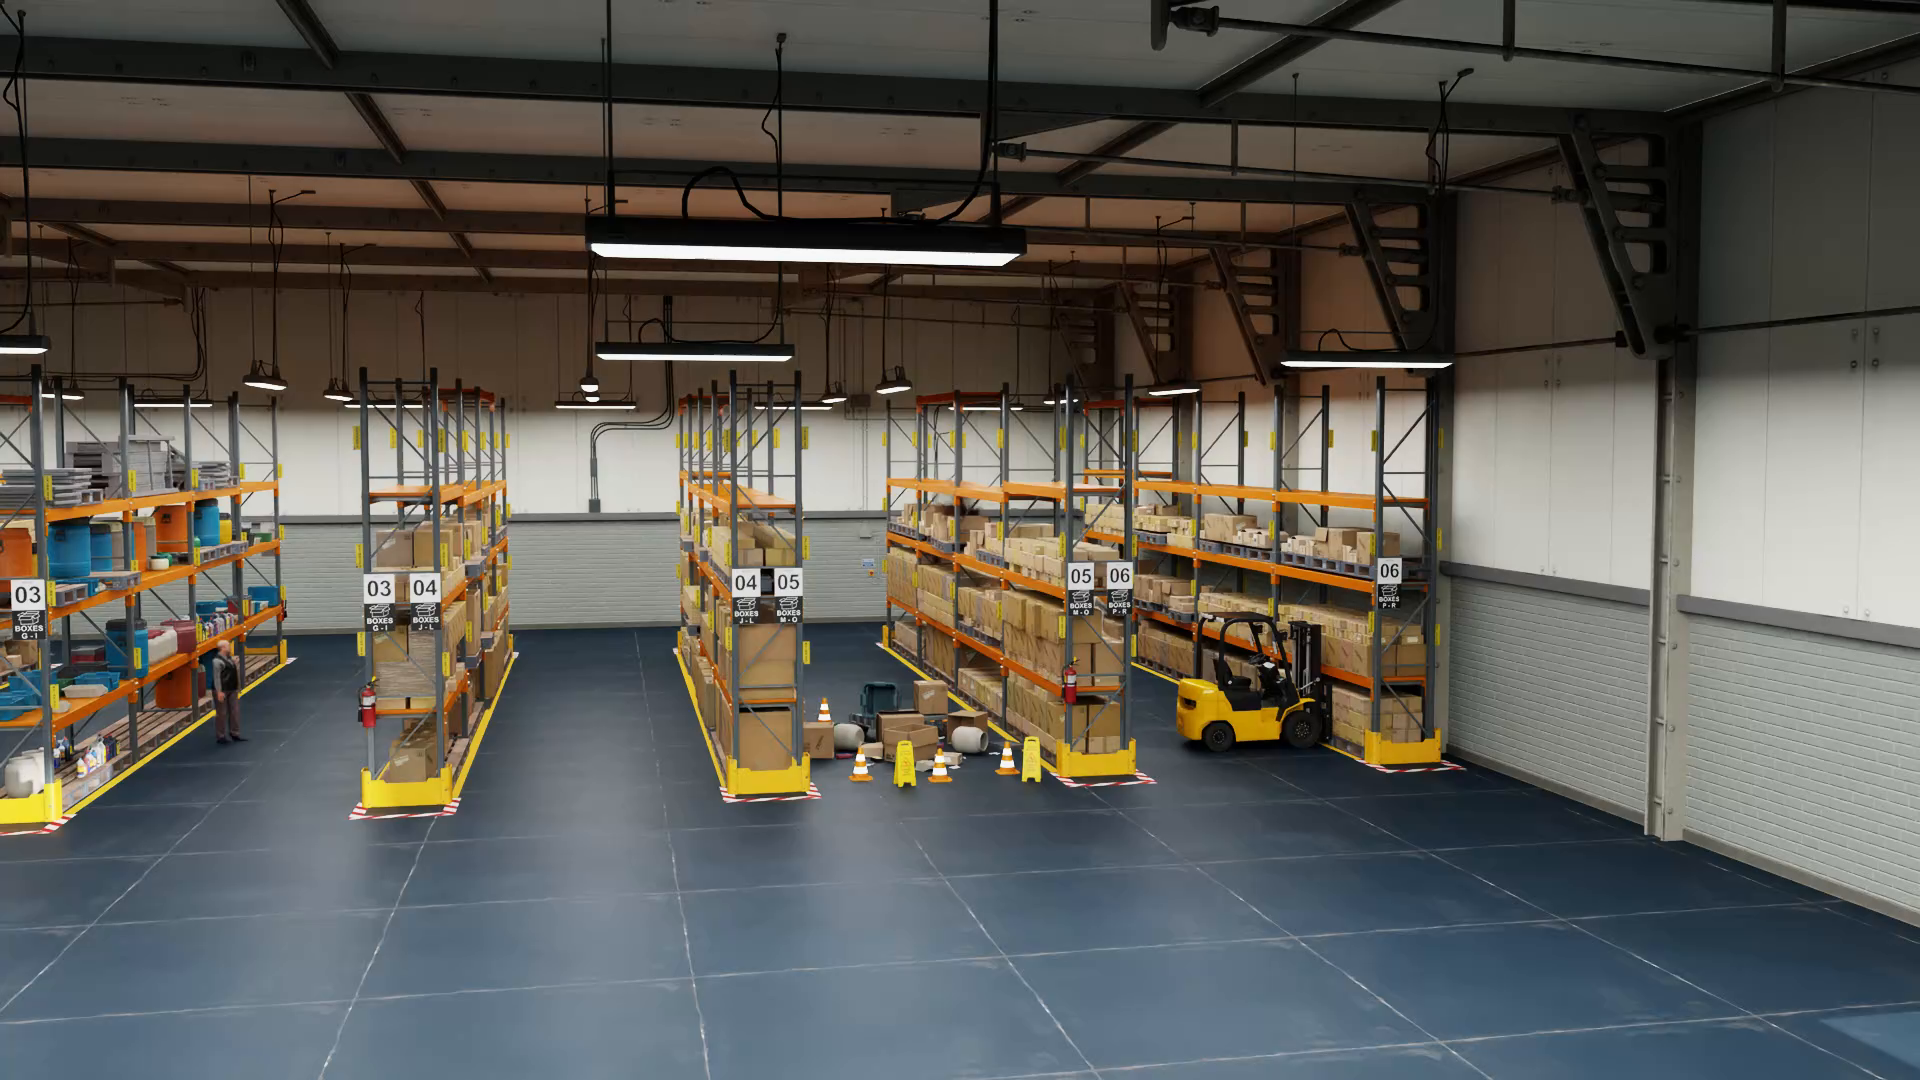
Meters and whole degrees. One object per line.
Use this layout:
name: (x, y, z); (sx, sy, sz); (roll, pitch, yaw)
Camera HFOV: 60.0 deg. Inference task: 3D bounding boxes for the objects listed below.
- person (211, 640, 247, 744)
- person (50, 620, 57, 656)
person: (-12.155, 2.509, 27.545); (0.421, 1.724, 0.592); (1, 4, 17)
person: (-21.217, 1.812, 38.483); (0.506, 1.755, 0.556); (-1, 3, -11)
